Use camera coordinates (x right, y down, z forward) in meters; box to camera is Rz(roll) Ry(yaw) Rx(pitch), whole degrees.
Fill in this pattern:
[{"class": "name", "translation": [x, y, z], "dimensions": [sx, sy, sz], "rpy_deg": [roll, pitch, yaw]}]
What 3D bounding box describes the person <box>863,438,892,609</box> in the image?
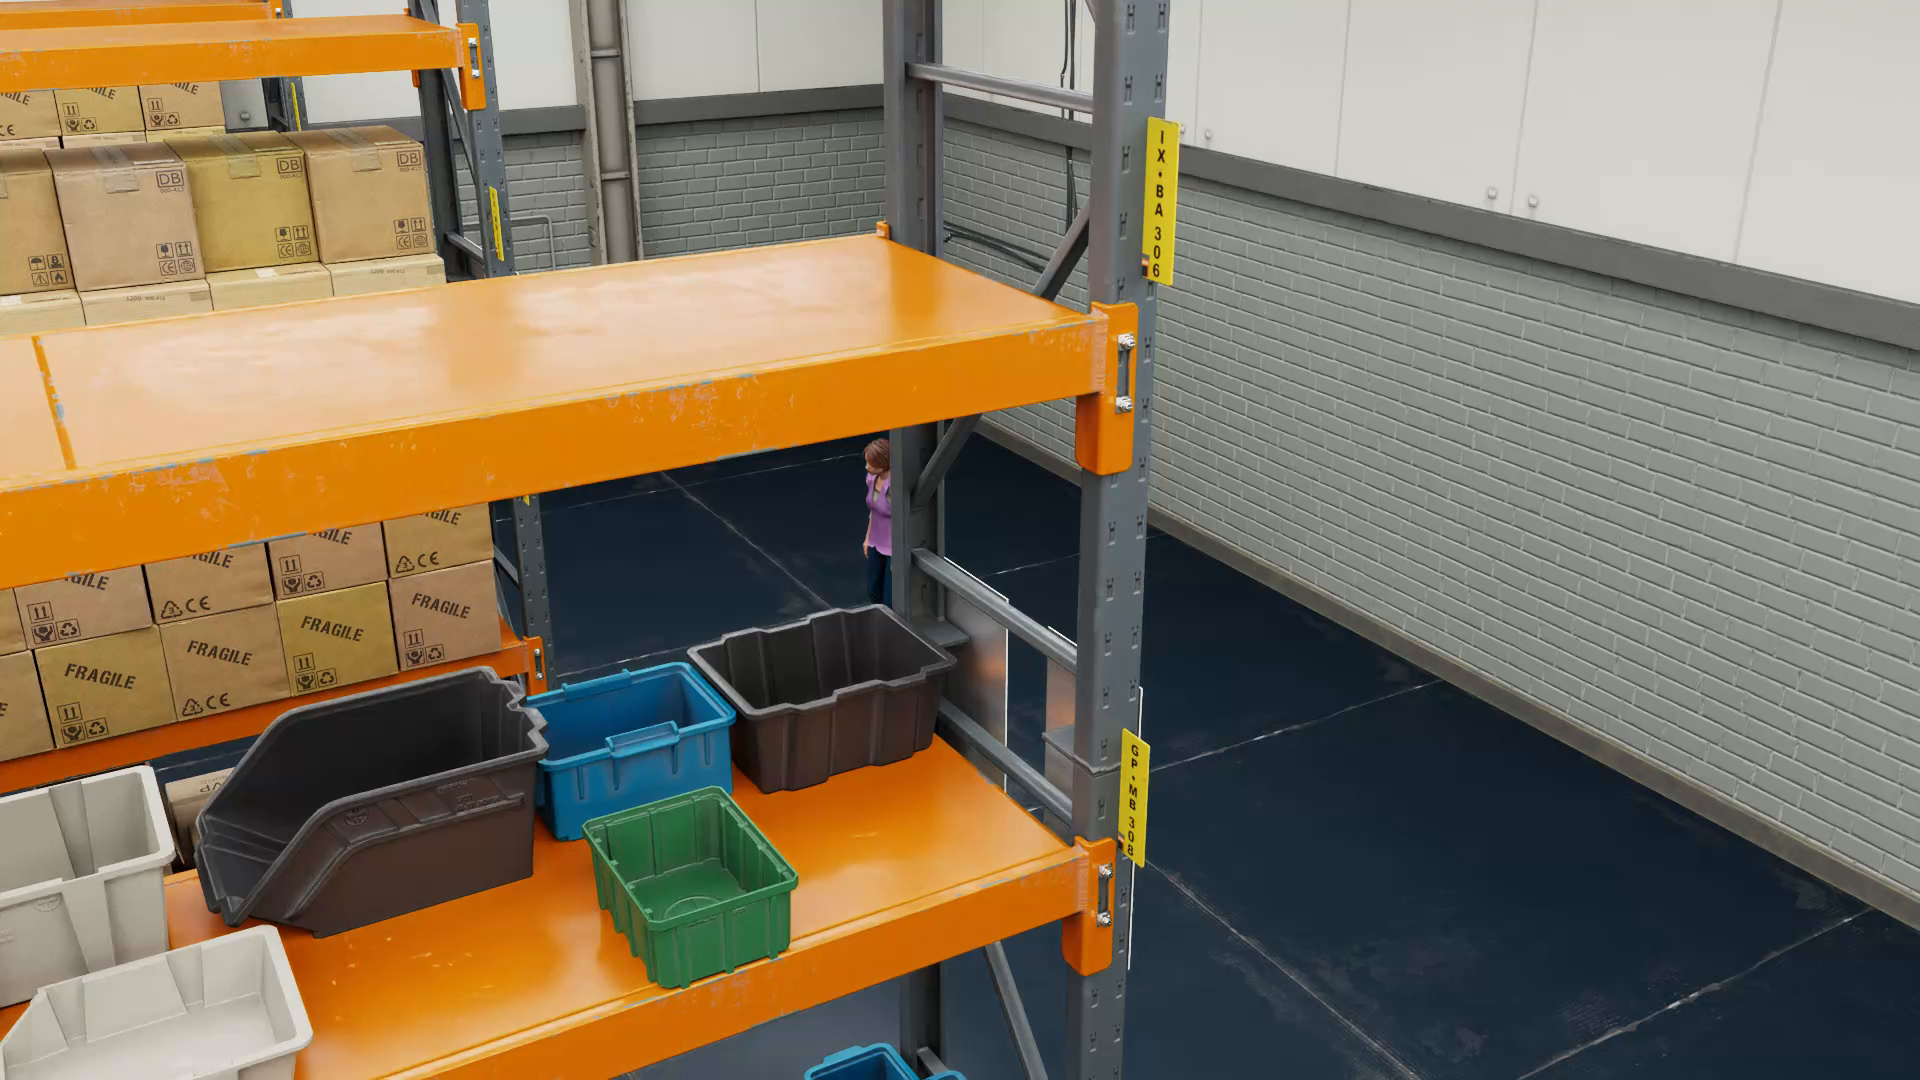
[{"class": "person", "translation": [-0.472, 0.077, 10.914], "dimensions": [0.349, 1.593, 0.467], "rpy_deg": [-14, 26, -31]}]
